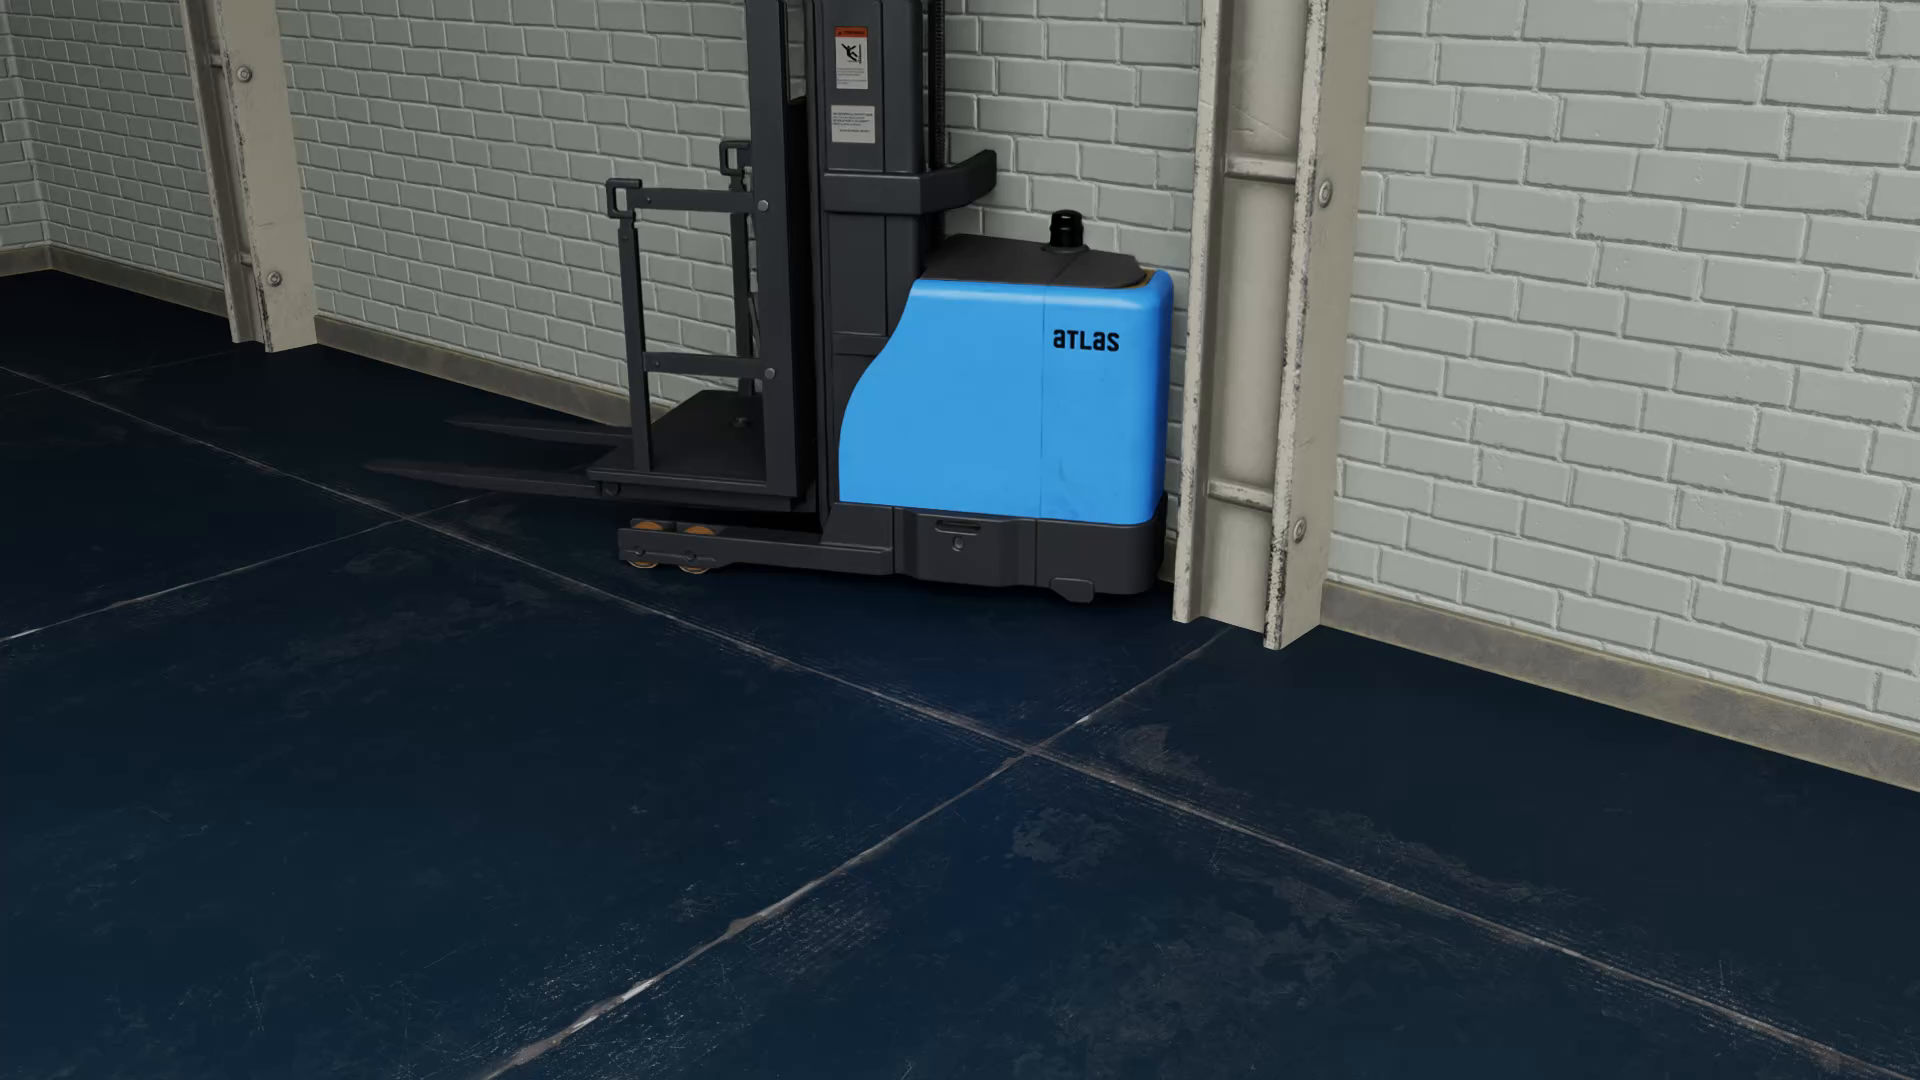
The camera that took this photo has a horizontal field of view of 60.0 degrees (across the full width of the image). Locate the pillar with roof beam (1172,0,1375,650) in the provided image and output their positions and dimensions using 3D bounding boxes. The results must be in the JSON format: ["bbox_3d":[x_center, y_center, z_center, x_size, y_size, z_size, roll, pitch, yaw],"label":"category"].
[{"bbox_3d":[-1.776,-2.771,0.763,0.400,9.000,9.100,16,26,36],"label":"pillar with roof beam"}]

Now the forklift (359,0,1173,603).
[{"bbox_3d":[-0.721,-1.425,5.793,3.031,2.935,1.130,5,21,13],"label":"forklift"}]

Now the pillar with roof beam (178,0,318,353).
[{"bbox_3d":[-6.424,-4.110,4.312,0.400,9.000,9.100,16,26,36],"label":"pillar with roof beam"}]
